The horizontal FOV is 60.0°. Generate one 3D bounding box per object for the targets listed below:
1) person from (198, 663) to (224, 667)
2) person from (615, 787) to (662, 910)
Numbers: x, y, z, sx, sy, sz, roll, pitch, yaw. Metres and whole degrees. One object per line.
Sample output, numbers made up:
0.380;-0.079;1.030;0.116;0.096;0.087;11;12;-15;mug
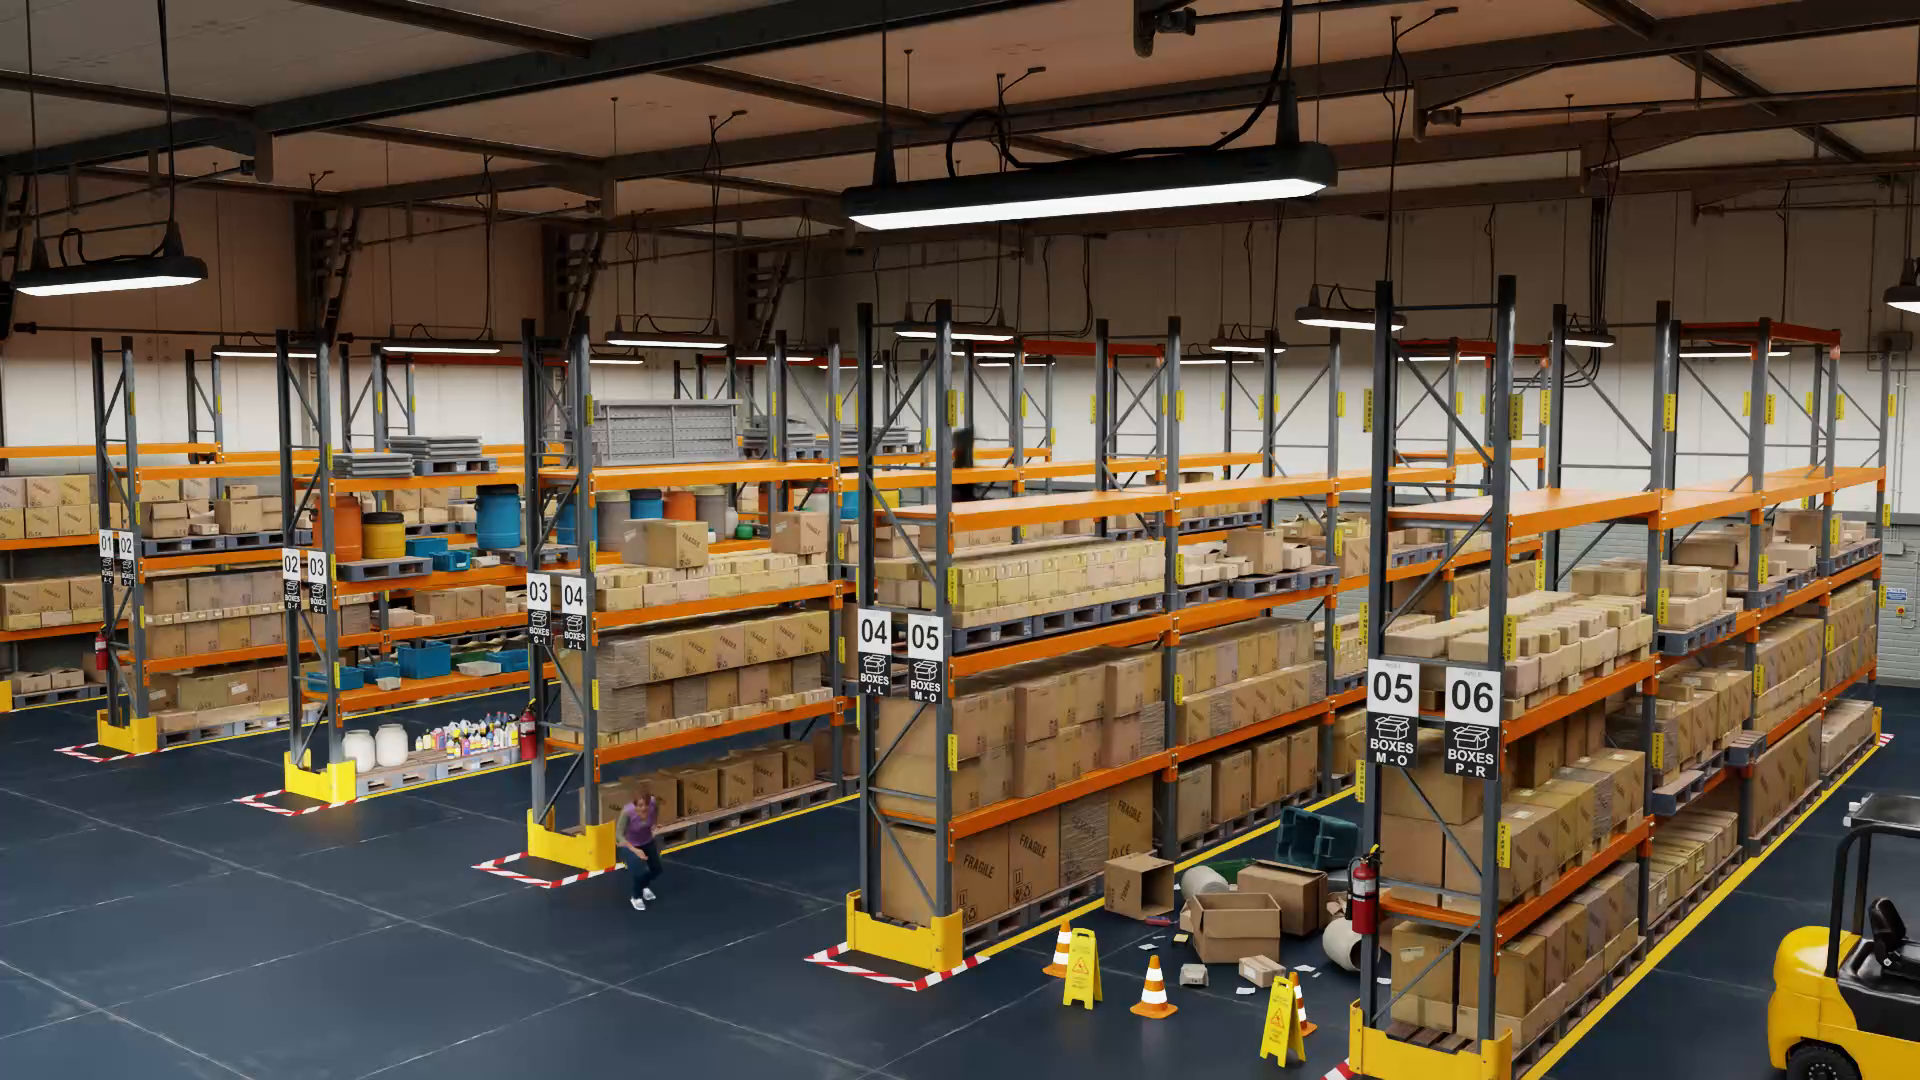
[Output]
-12.362;2.023;27.483;0.632;1.640;0.798;-1;5;-9;person
-3.188;3.054;16.569;0.588;1.345;0.838;-3;6;-35;person
